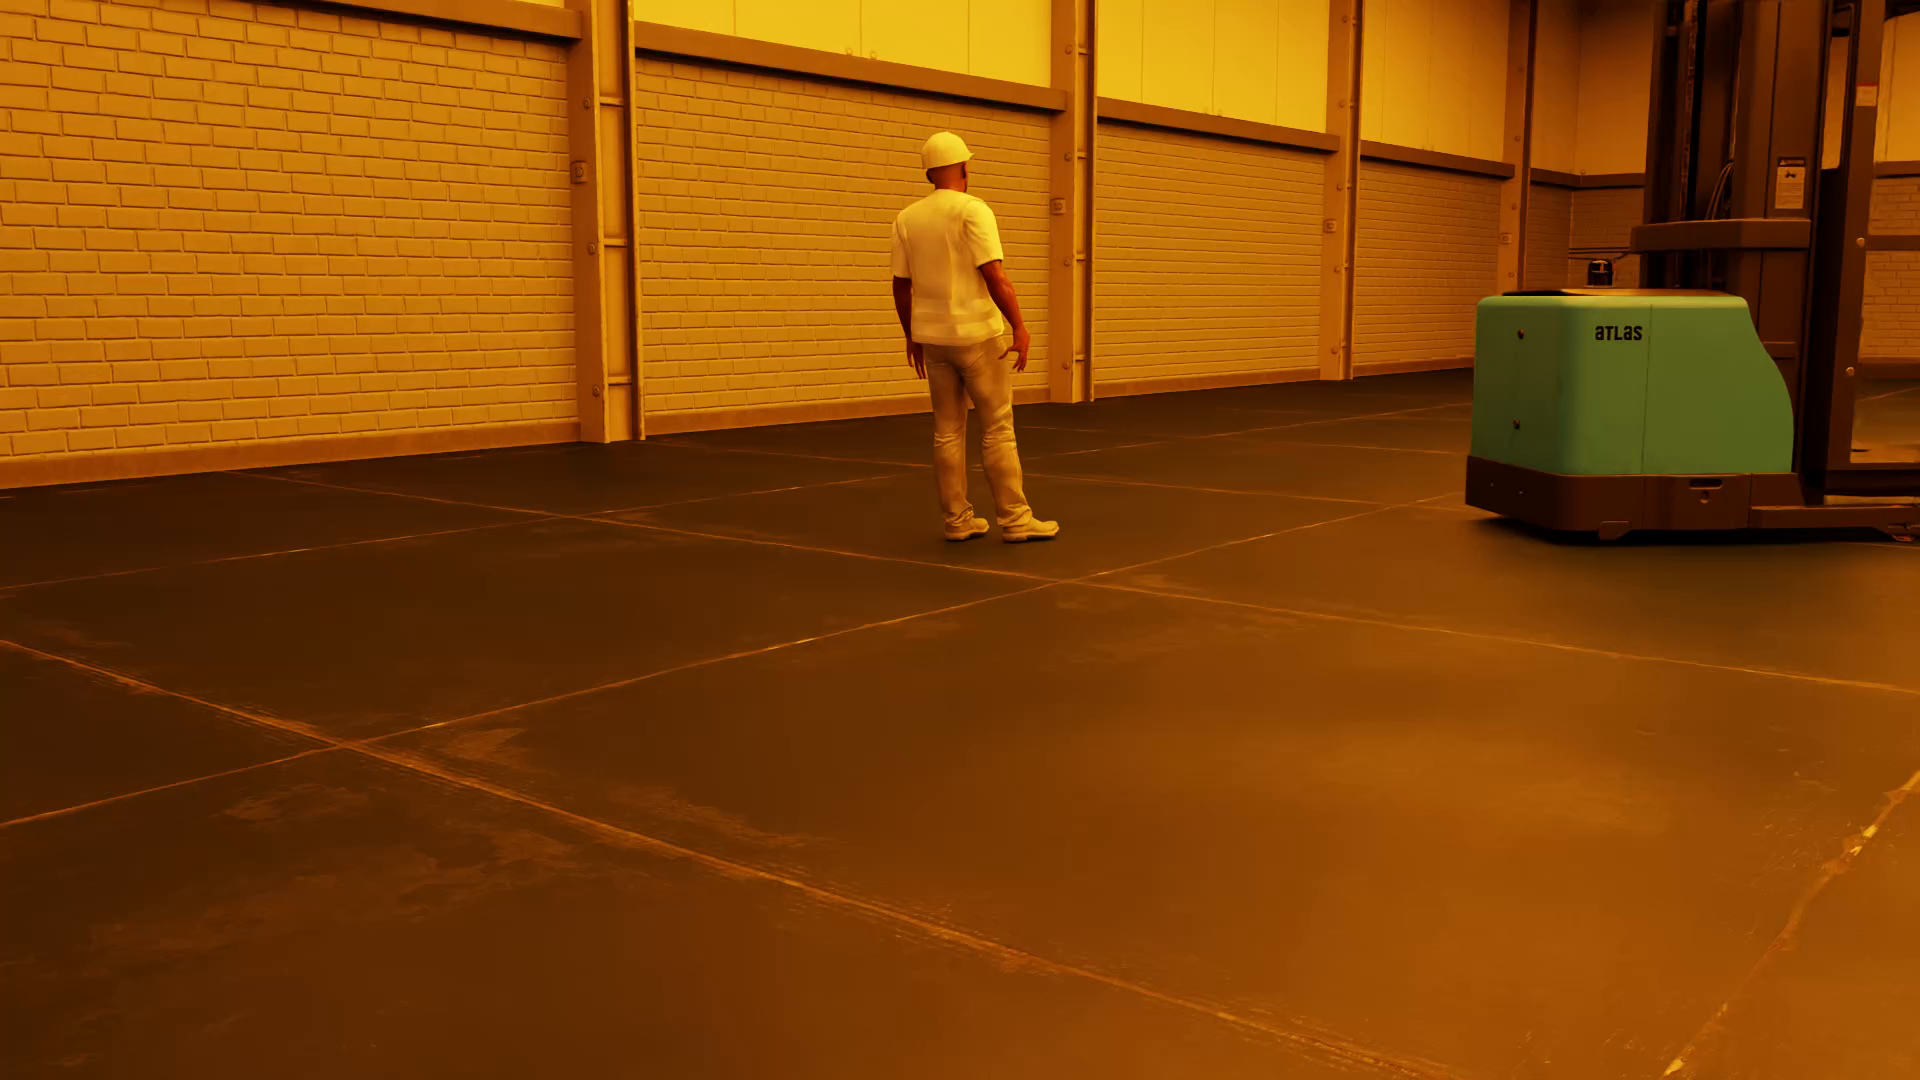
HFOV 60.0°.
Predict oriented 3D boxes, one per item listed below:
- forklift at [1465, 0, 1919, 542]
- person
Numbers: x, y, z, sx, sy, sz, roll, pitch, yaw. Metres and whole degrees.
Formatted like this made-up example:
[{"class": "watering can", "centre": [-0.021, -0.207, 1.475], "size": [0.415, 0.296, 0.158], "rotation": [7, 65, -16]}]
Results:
[{"class": "forklift", "centre": [4.016, -1.516, 7.643], "size": [3.031, 2.935, 1.130], "rotation": [-1, 8, -7]}, {"class": "person", "centre": [0.049, -0.888, 7.327], "size": [0.665, 1.768, 0.575], "rotation": [7, 11, 38]}]
